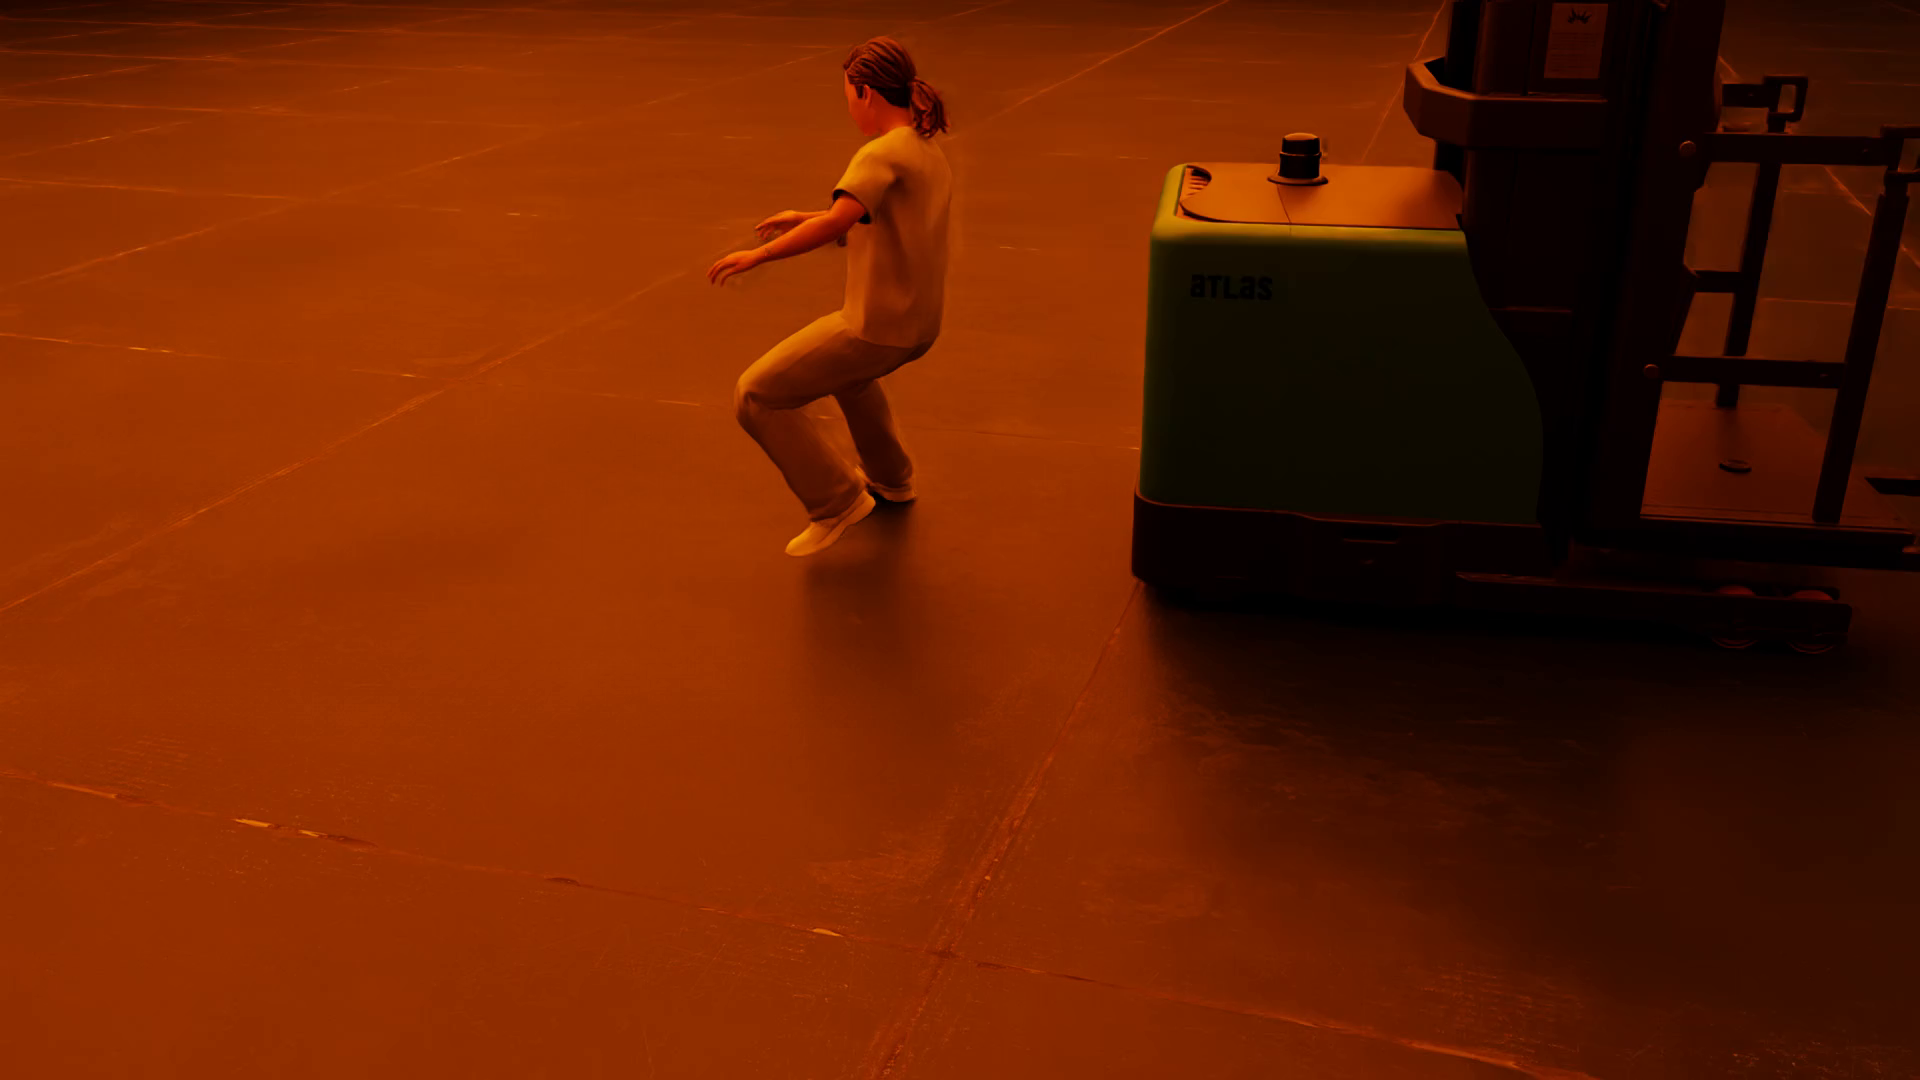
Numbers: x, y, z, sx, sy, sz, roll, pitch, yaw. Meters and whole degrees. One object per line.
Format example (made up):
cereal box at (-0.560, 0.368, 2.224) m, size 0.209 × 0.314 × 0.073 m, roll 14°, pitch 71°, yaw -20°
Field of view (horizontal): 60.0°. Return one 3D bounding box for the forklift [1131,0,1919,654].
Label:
forklift at (2.050, -1.272, 4.360) m, size 3.031 × 2.935 × 1.130 m, roll 4°, pitch 23°, yaw 8°

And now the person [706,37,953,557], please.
person at (-0.374, -0.701, 4.870) m, size 0.697 × 1.484 × 0.855 m, roll 9°, pitch 24°, yaw 20°
